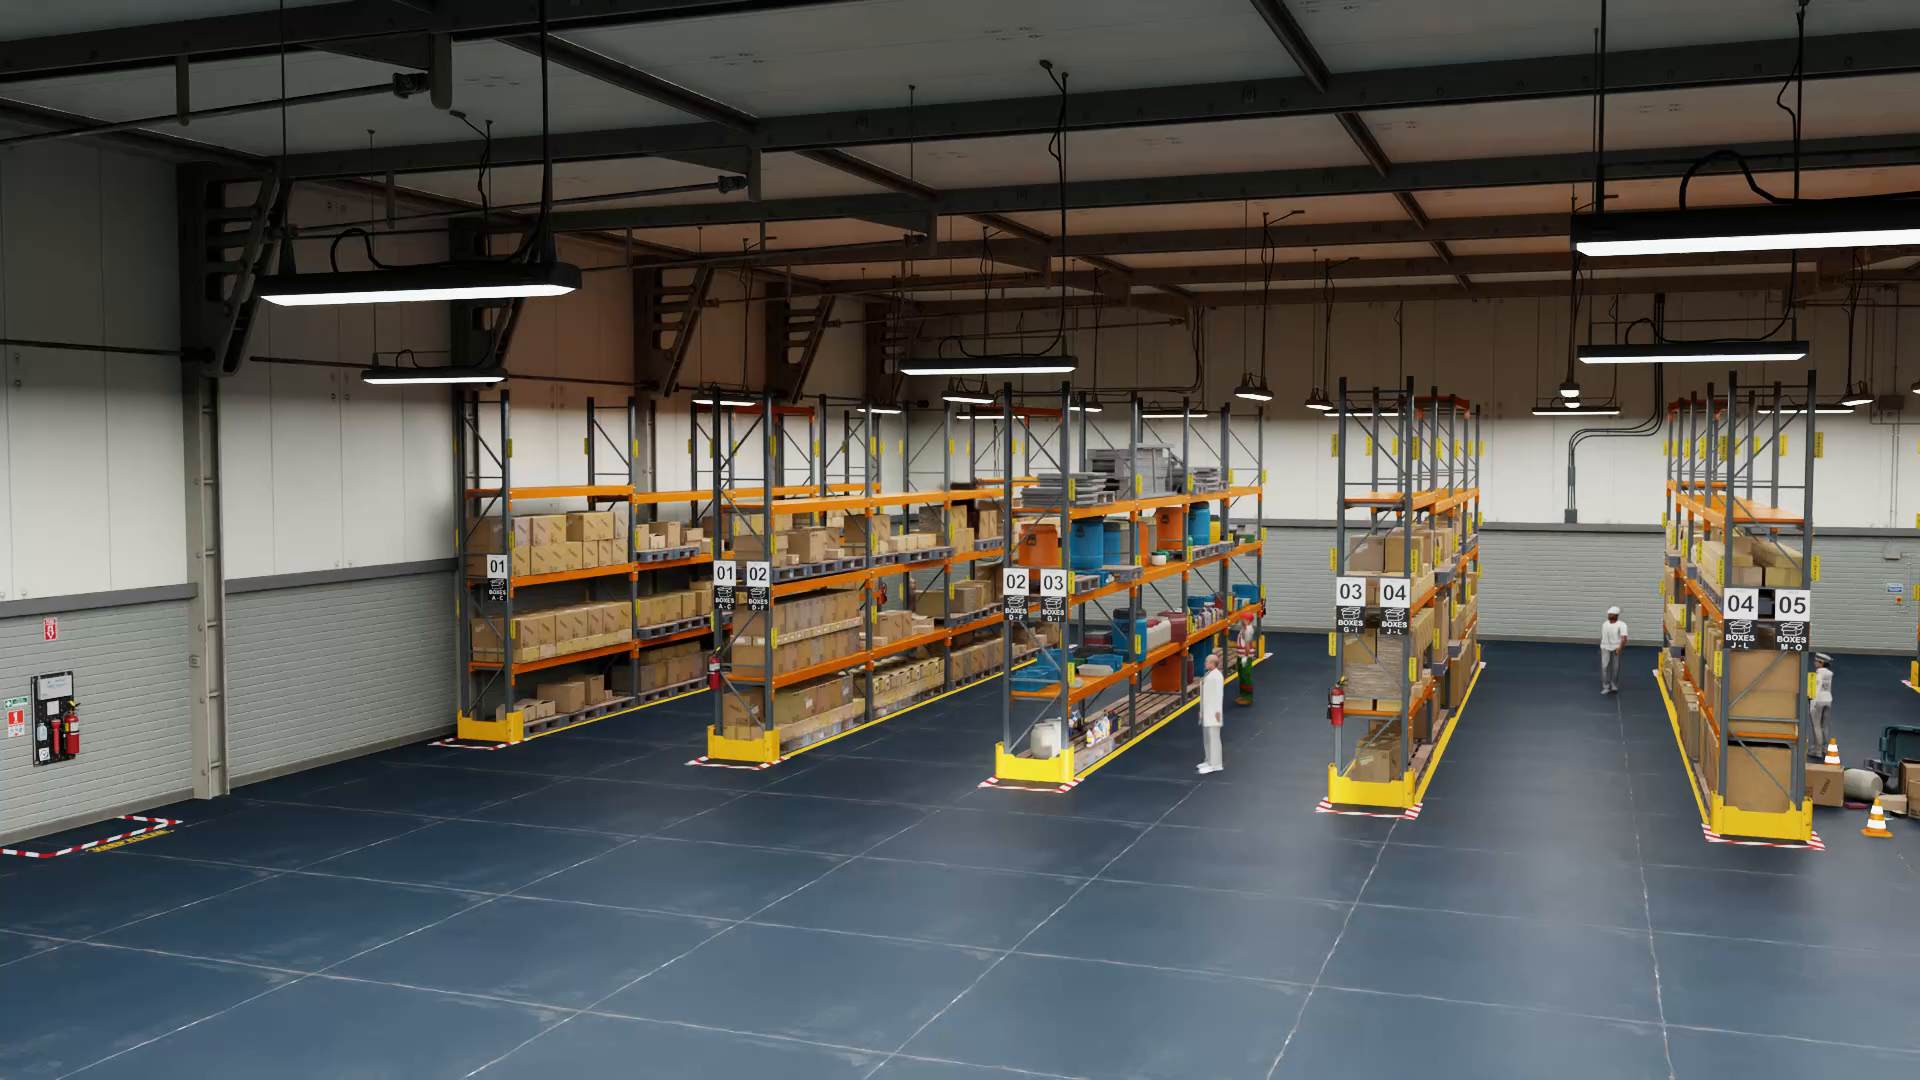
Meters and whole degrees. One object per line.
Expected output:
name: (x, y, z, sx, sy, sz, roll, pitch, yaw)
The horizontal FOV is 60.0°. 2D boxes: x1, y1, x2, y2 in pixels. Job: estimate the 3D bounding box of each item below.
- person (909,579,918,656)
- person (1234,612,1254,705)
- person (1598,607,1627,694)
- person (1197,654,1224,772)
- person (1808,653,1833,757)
person: (-1.028, 1.900, 39.049, 0.584, 1.599, 0.609, 2, 4, 32)
person: (5.583, 2.301, 32.613, 0.402, 1.794, 0.595, -1, 3, -10)
person: (13.364, 2.258, 34.062, 0.557, 1.778, 0.674, 1, 3, 23)
person: (3.857, 2.682, 25.907, 0.446, 1.788, 0.635, -1, 3, -14)
person: (14.009, 2.674, 27.182, 0.489, 1.662, 0.550, -1, 3, -17)
